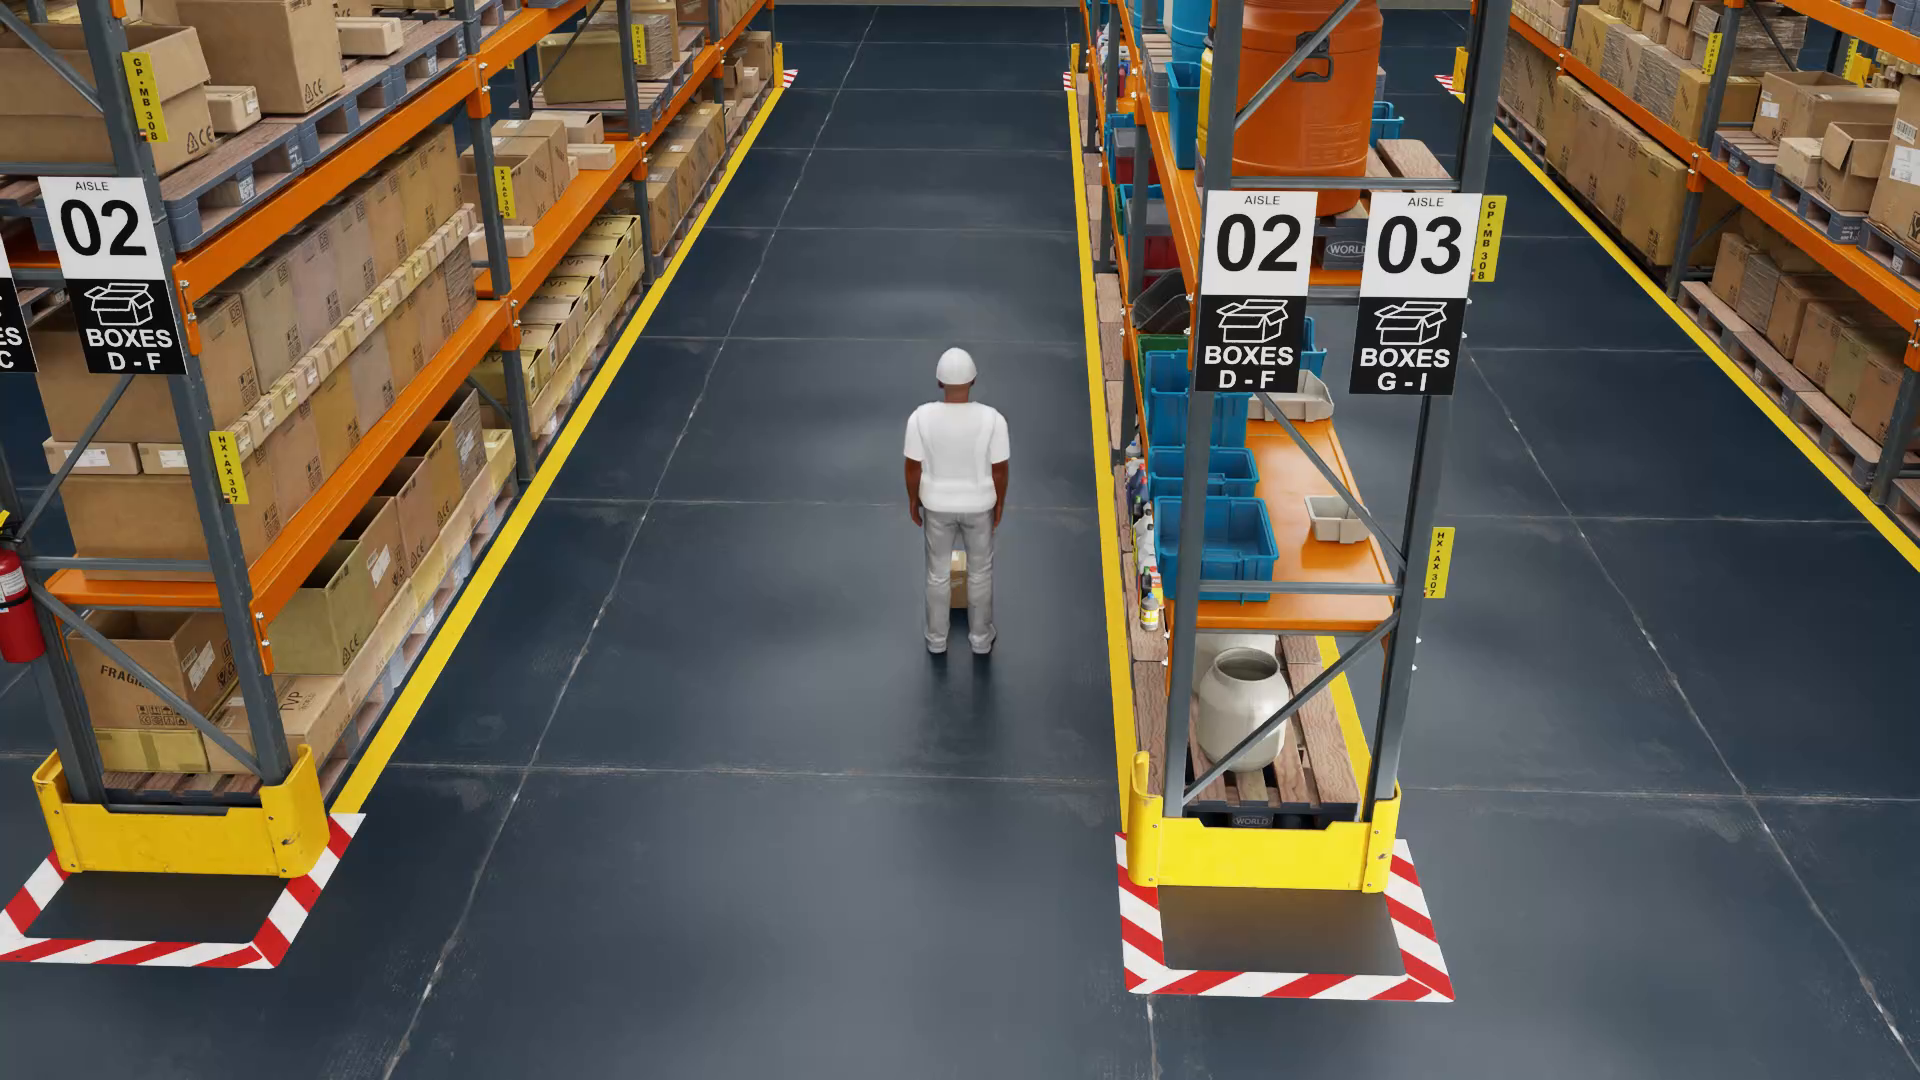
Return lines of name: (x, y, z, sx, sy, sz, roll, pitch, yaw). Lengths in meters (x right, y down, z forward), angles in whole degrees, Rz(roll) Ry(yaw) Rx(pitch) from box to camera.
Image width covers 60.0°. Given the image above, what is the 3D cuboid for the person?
person: (-0.016, -0.203, 8.984, 0.561, 1.763, 0.350, 2, 28, 3)
